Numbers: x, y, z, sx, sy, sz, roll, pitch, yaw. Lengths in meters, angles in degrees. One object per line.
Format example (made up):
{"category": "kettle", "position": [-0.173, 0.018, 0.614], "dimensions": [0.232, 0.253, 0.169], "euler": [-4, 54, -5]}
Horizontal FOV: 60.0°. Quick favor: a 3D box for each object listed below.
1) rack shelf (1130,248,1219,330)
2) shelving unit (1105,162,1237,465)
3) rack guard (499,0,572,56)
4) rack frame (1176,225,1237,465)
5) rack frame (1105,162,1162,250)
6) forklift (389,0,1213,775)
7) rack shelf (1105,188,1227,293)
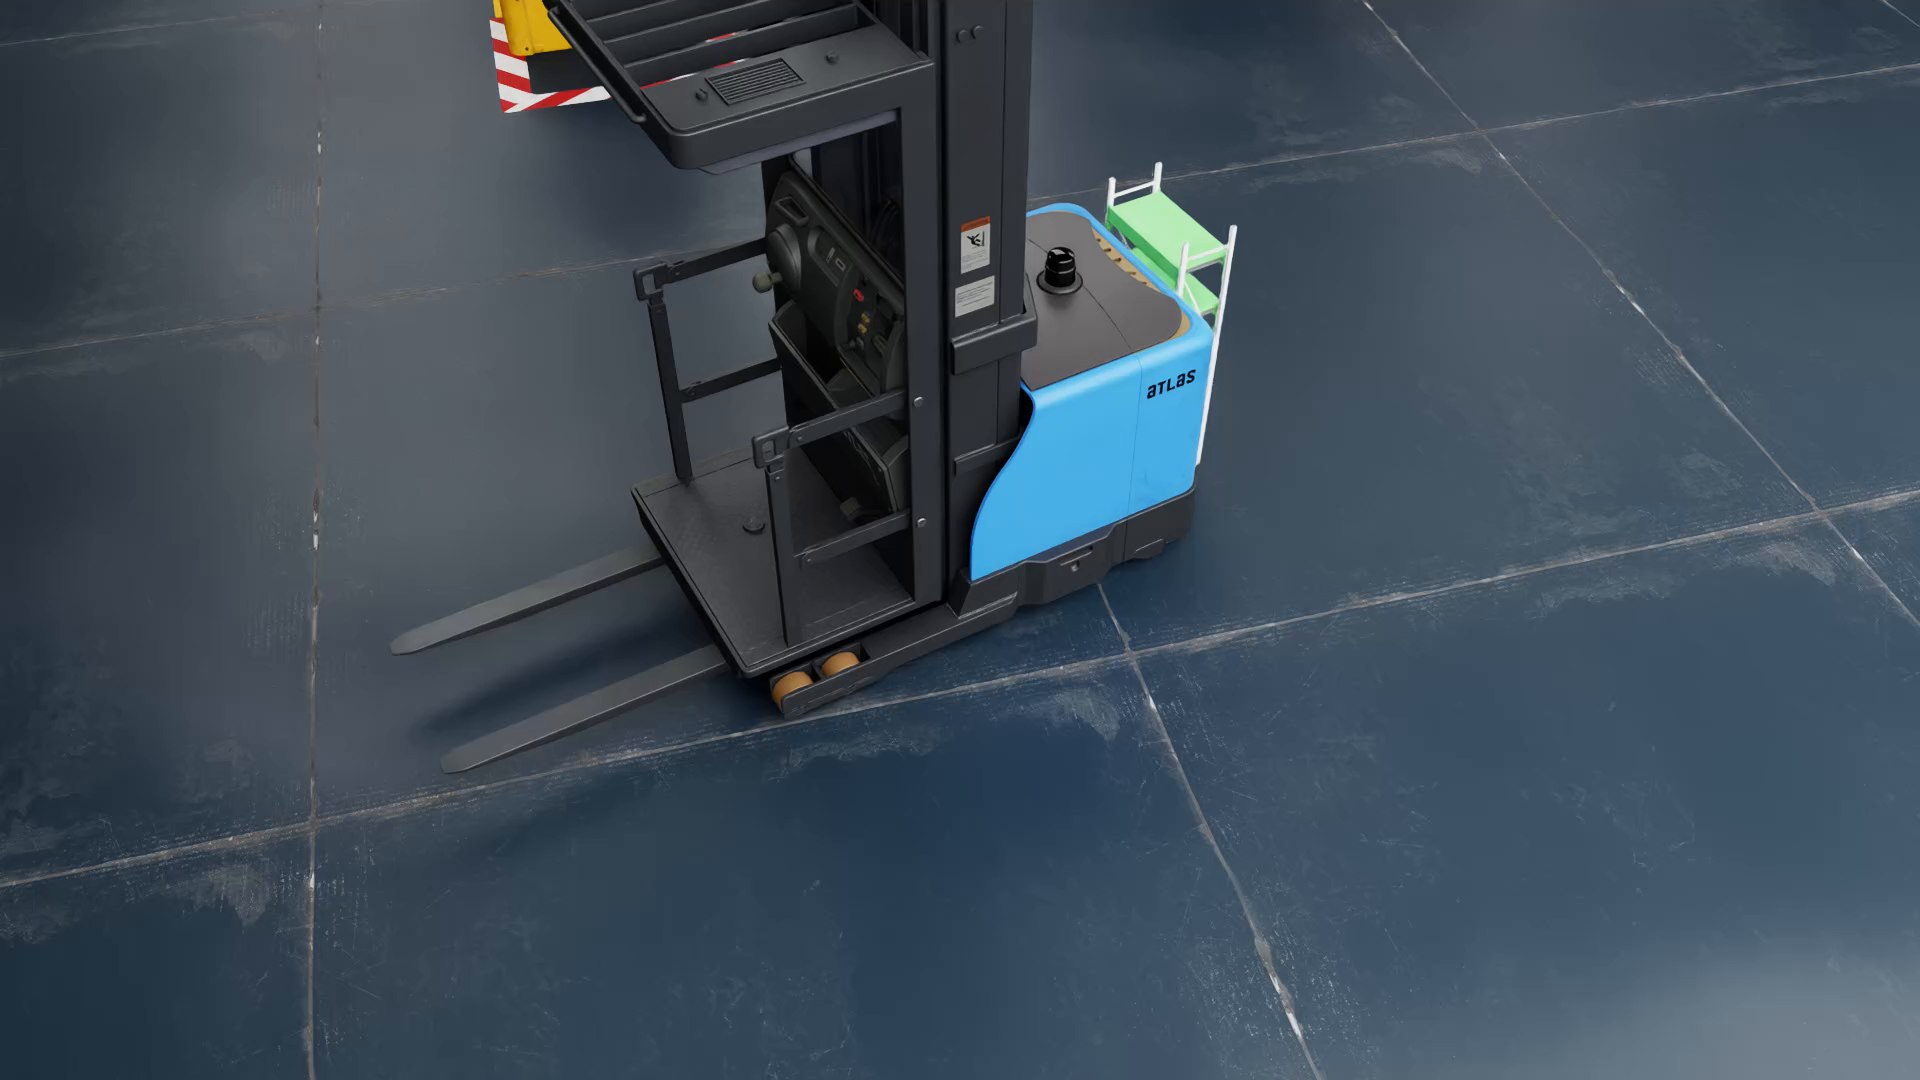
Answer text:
{"category": "rack shelf", "position": [0.800, -0.986, 6.627], "dimensions": [0.258, 0.148, 0.480], "euler": [-22, 49, -21]}
{"category": "shelving unit", "position": [0.798, -0.862, 6.751], "dimensions": [0.258, 1.200, 0.503], "euler": [-22, 49, -21]}
{"category": "rack guard", "position": [-2.025, -3.138, 9.475], "dimensions": [1.175, 0.500, 0.348], "euler": [-11, 47, -10]}
{"category": "rack frame", "position": [0.920, -0.711, 6.604], "dimensions": [0.240, 1.200, 0.015], "euler": [-22, 49, -21]}
{"category": "rack frame", "position": [0.676, -1.013, 6.899], "dimensions": [0.240, 1.200, 0.015], "euler": [-22, 49, -21]}
{"category": "forklift", "position": [-0.603, -0.814, 5.495], "dimensions": [3.031, 2.935, 1.130], "euler": [-22, 50, -20]}
{"category": "rack shelf", "position": [0.804, -1.156, 6.457], "dimensions": [0.258, 0.148, 0.480], "euler": [-22, 49, -21]}
